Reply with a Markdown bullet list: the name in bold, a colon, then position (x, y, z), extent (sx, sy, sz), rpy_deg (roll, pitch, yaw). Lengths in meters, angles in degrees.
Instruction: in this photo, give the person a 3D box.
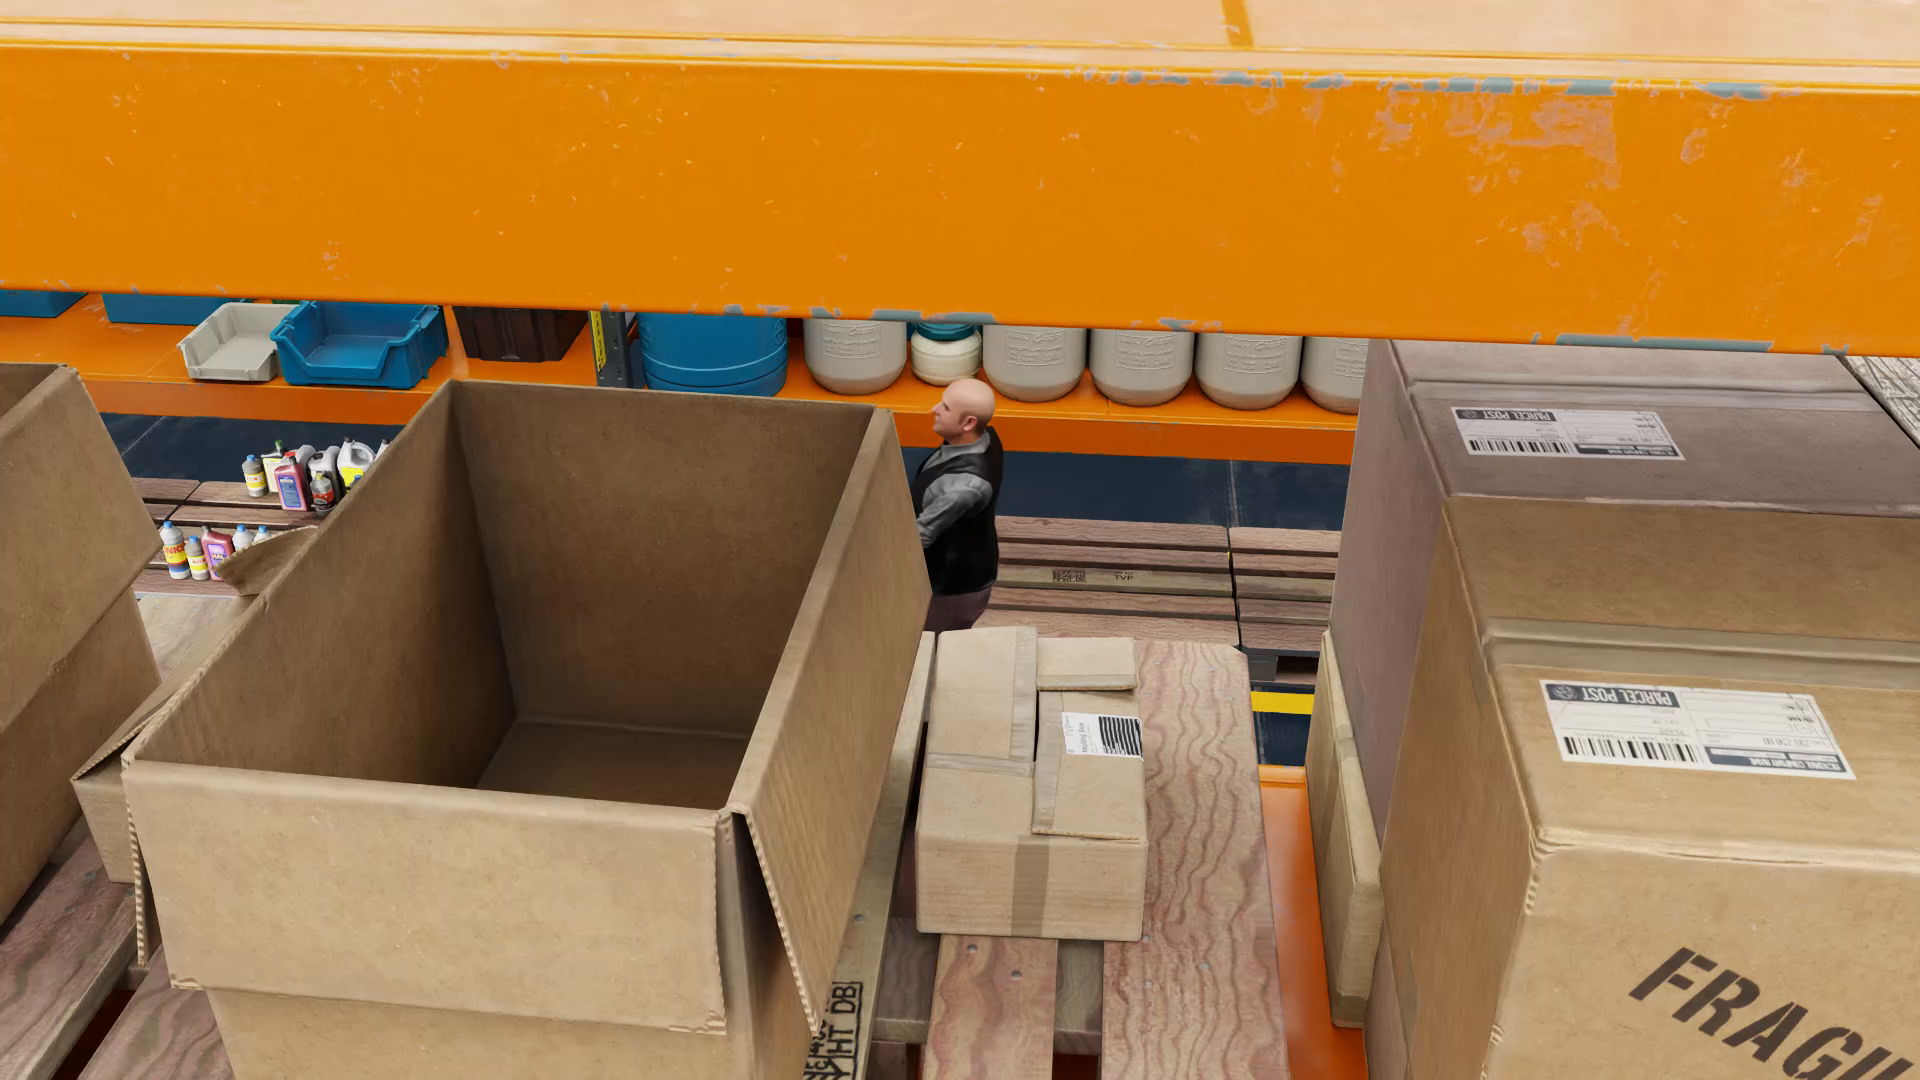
- **person**: position (-0.124, 0.145, 6.433), extent (0.560, 1.711, 0.494), rpy_deg (3, 32, 4)
